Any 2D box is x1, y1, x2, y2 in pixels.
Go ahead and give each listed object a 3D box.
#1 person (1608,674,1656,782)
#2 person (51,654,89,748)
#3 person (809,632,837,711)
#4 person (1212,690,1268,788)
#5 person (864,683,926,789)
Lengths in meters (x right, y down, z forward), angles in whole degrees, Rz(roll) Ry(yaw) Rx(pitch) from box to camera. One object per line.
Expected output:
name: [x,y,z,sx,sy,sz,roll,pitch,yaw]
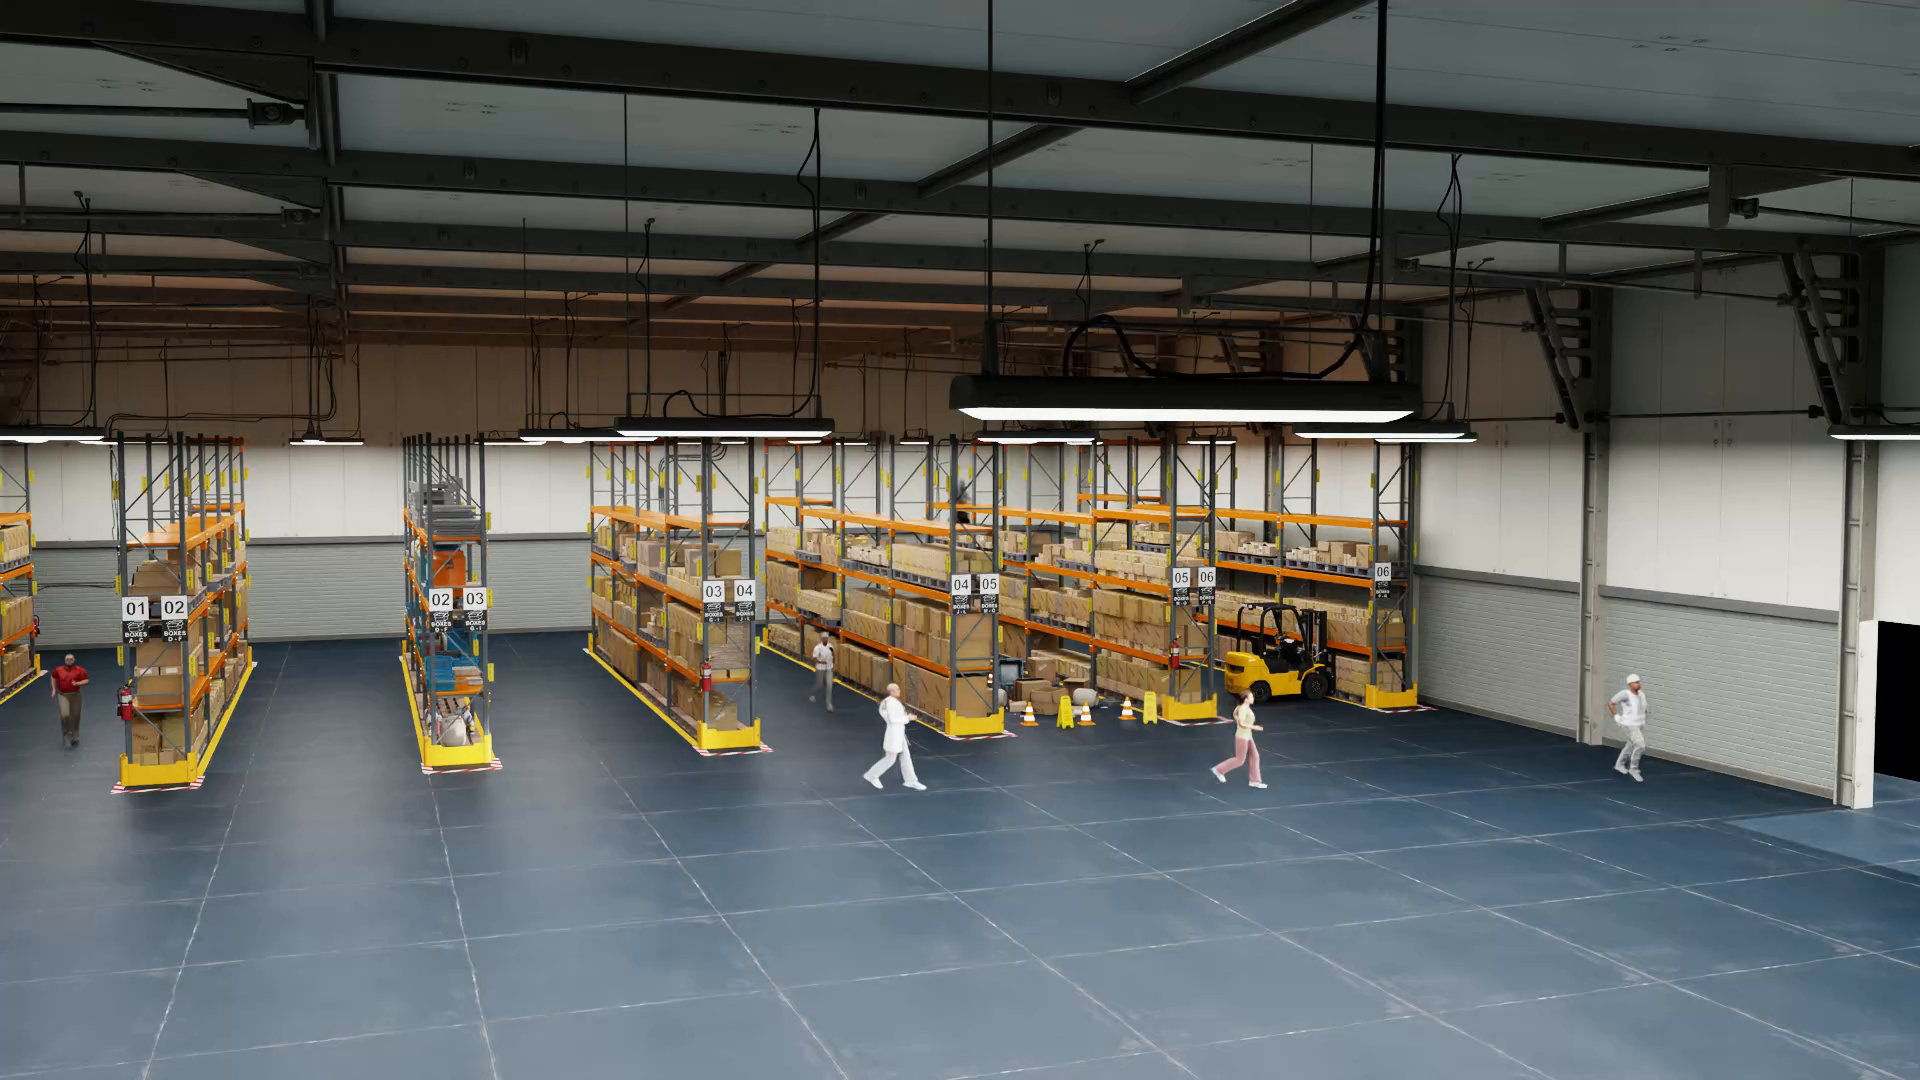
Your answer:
person: [11.634,3.239,28.722,0.657,1.843,0.768,-2,4,-36]
person: [-17.153,3.079,32.070,0.634,1.789,0.893,-2,4,-31]
person: [-3.003,2.854,36.594,0.574,1.710,0.918,-1,3,-25]
person: [4.713,3.339,27.962,0.926,1.656,0.562,1,3,14]
person: [-1.085,3.268,27.617,1.034,1.784,0.701,0,3,4]
